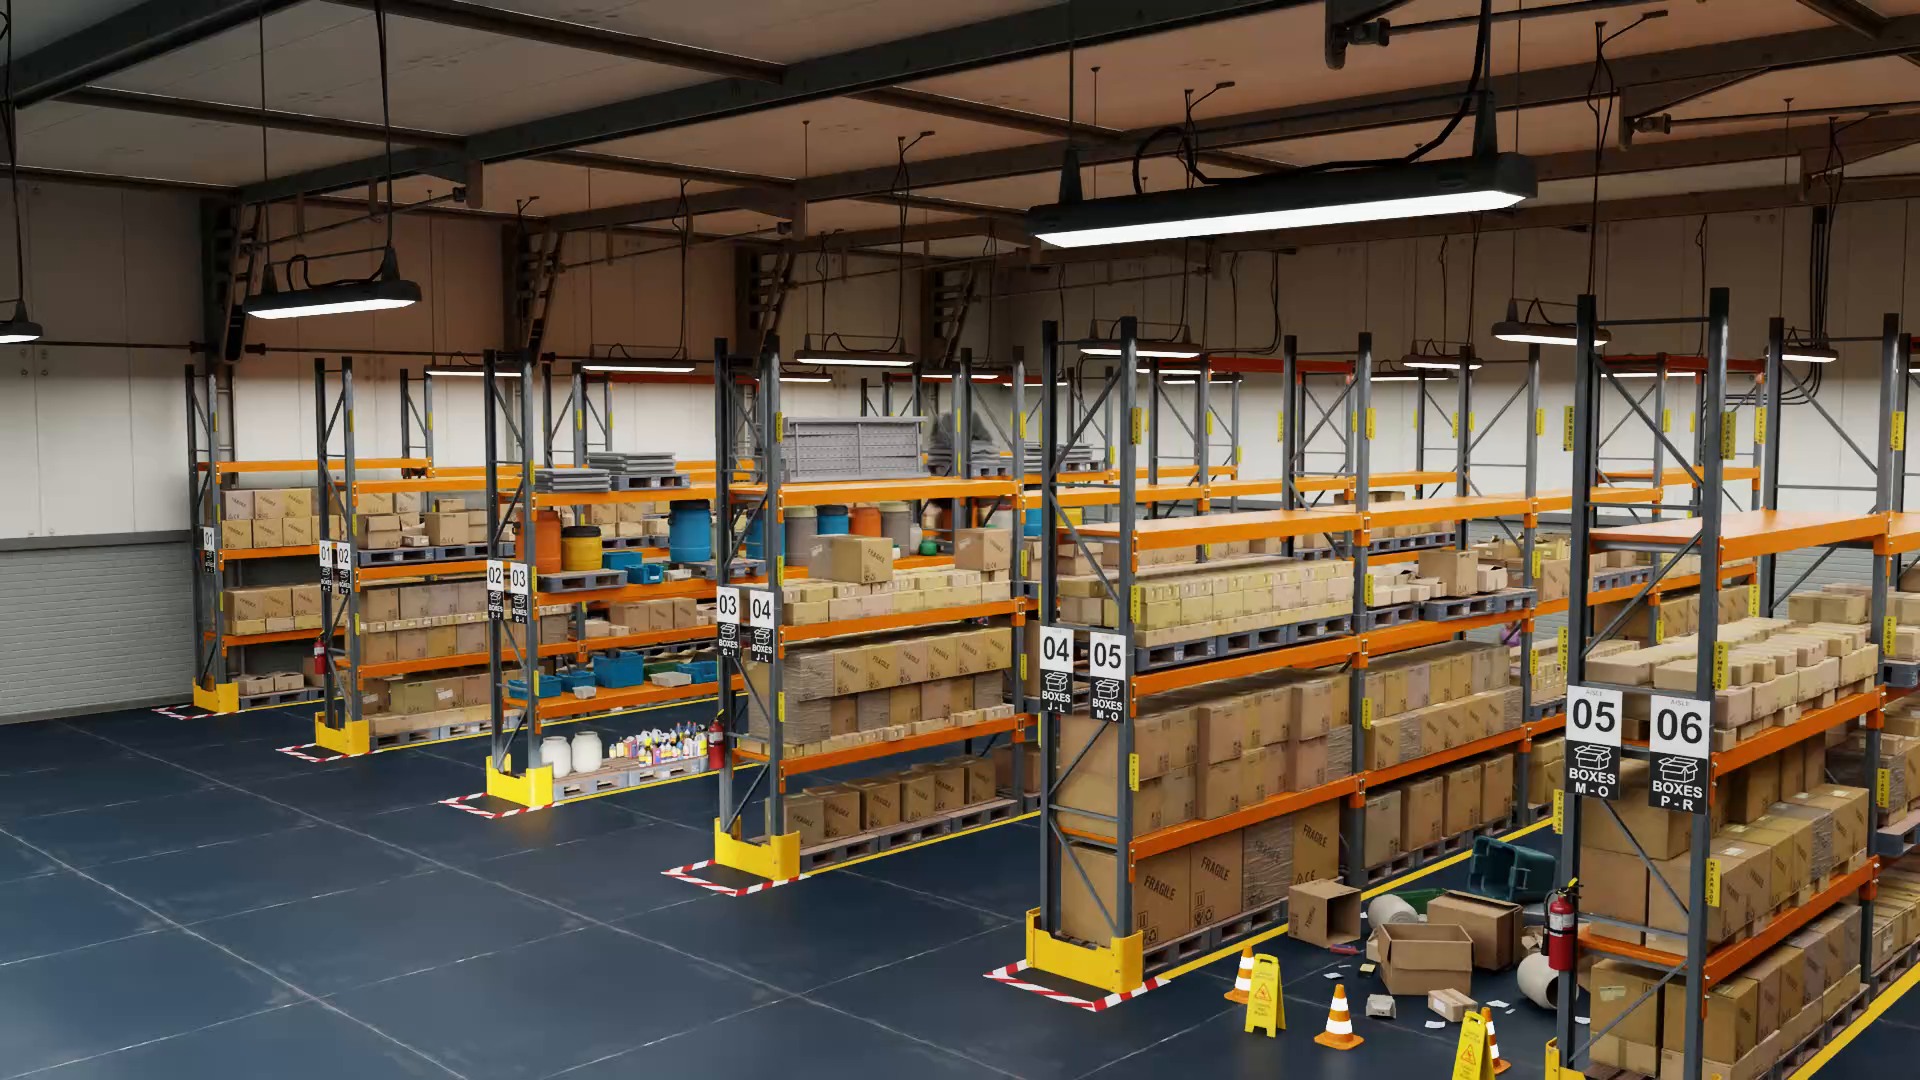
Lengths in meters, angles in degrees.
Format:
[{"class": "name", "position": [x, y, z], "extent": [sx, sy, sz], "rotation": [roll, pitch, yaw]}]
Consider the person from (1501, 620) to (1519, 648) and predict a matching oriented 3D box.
[{"class": "person", "position": [9.603, 2.118, 29.025], "extent": [0.505, 1.609, 0.854], "rotation": [3, 5, 30]}]

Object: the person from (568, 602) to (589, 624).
[{"class": "person", "position": [-7.372, 1.901, 31.880], "extent": [0.654, 1.675, 0.758], "rotation": [2, 5, 22]}]
